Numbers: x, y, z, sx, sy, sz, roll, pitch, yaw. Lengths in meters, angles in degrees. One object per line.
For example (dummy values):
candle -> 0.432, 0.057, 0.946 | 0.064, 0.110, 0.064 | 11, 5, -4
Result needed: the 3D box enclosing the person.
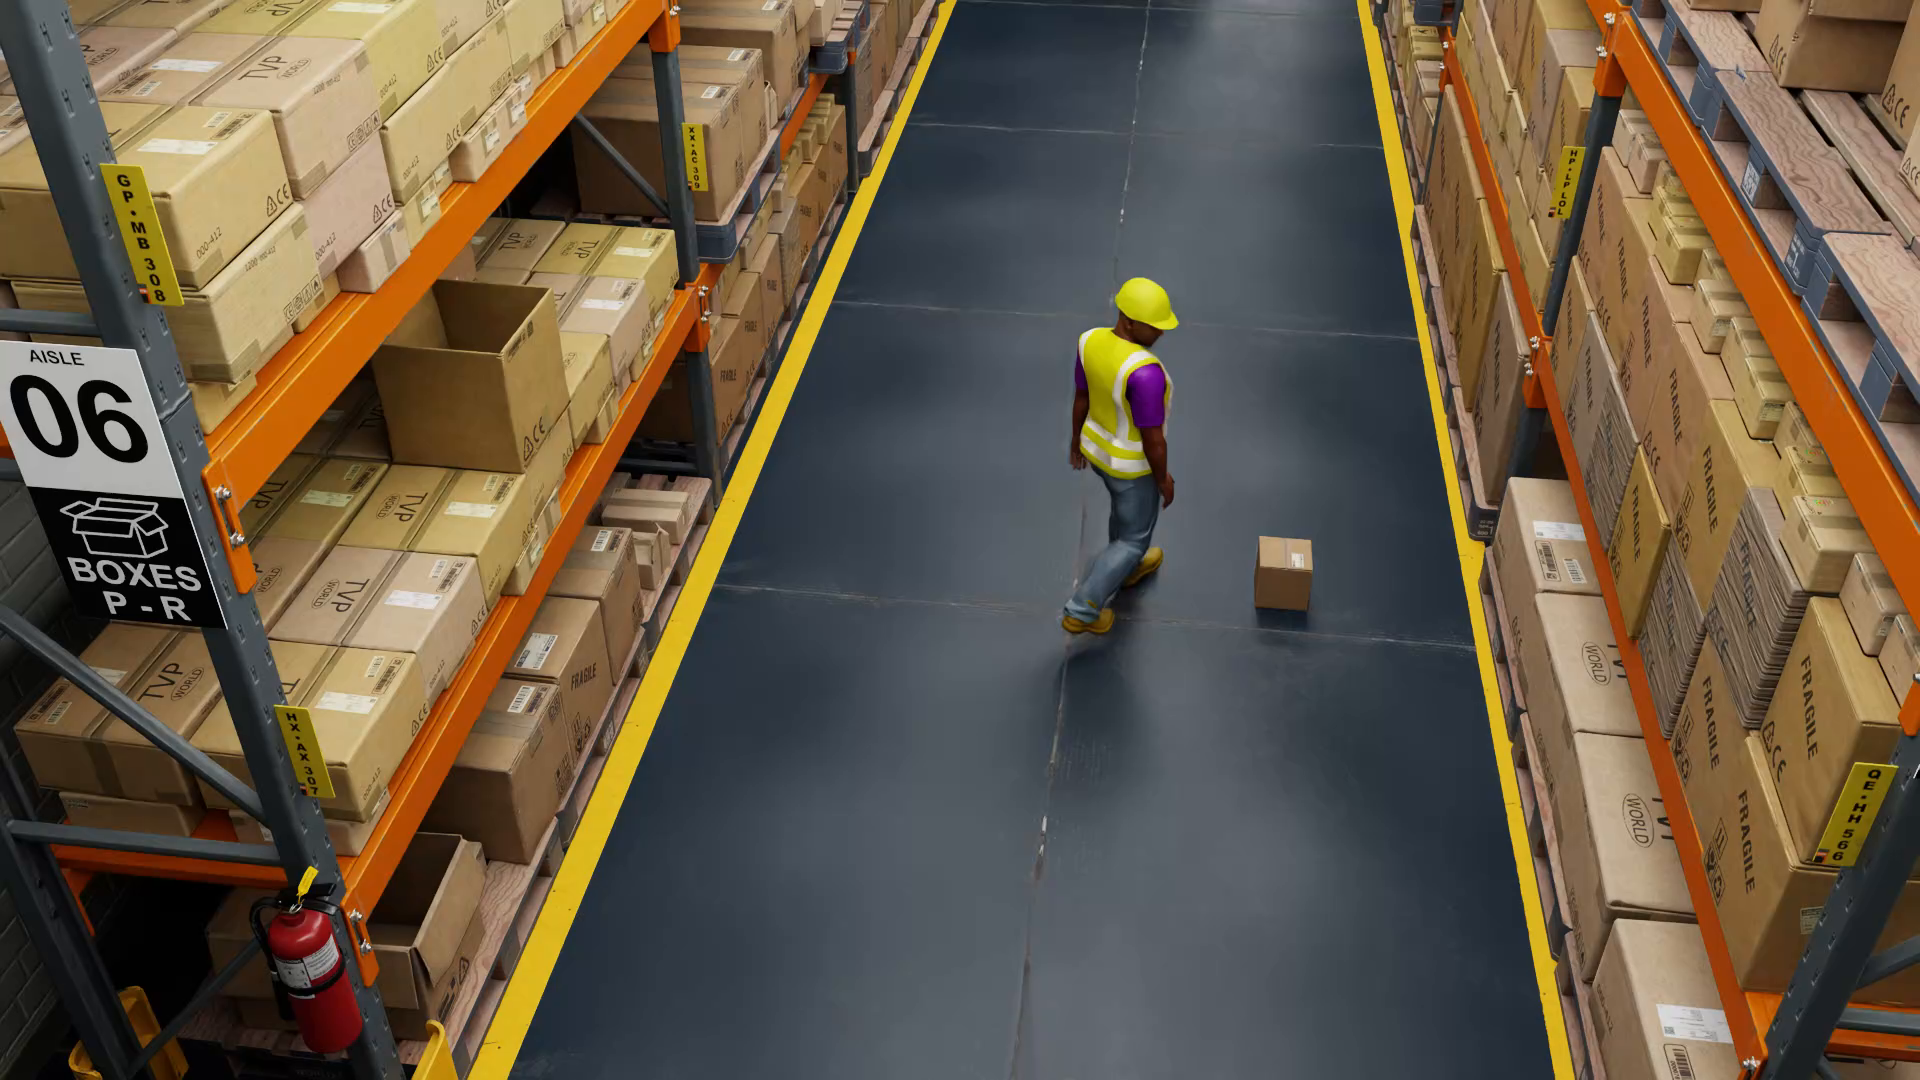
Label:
person -> 0.746, -0.384, 7.546 | 0.835, 1.750, 0.605 | -20, 40, -25
